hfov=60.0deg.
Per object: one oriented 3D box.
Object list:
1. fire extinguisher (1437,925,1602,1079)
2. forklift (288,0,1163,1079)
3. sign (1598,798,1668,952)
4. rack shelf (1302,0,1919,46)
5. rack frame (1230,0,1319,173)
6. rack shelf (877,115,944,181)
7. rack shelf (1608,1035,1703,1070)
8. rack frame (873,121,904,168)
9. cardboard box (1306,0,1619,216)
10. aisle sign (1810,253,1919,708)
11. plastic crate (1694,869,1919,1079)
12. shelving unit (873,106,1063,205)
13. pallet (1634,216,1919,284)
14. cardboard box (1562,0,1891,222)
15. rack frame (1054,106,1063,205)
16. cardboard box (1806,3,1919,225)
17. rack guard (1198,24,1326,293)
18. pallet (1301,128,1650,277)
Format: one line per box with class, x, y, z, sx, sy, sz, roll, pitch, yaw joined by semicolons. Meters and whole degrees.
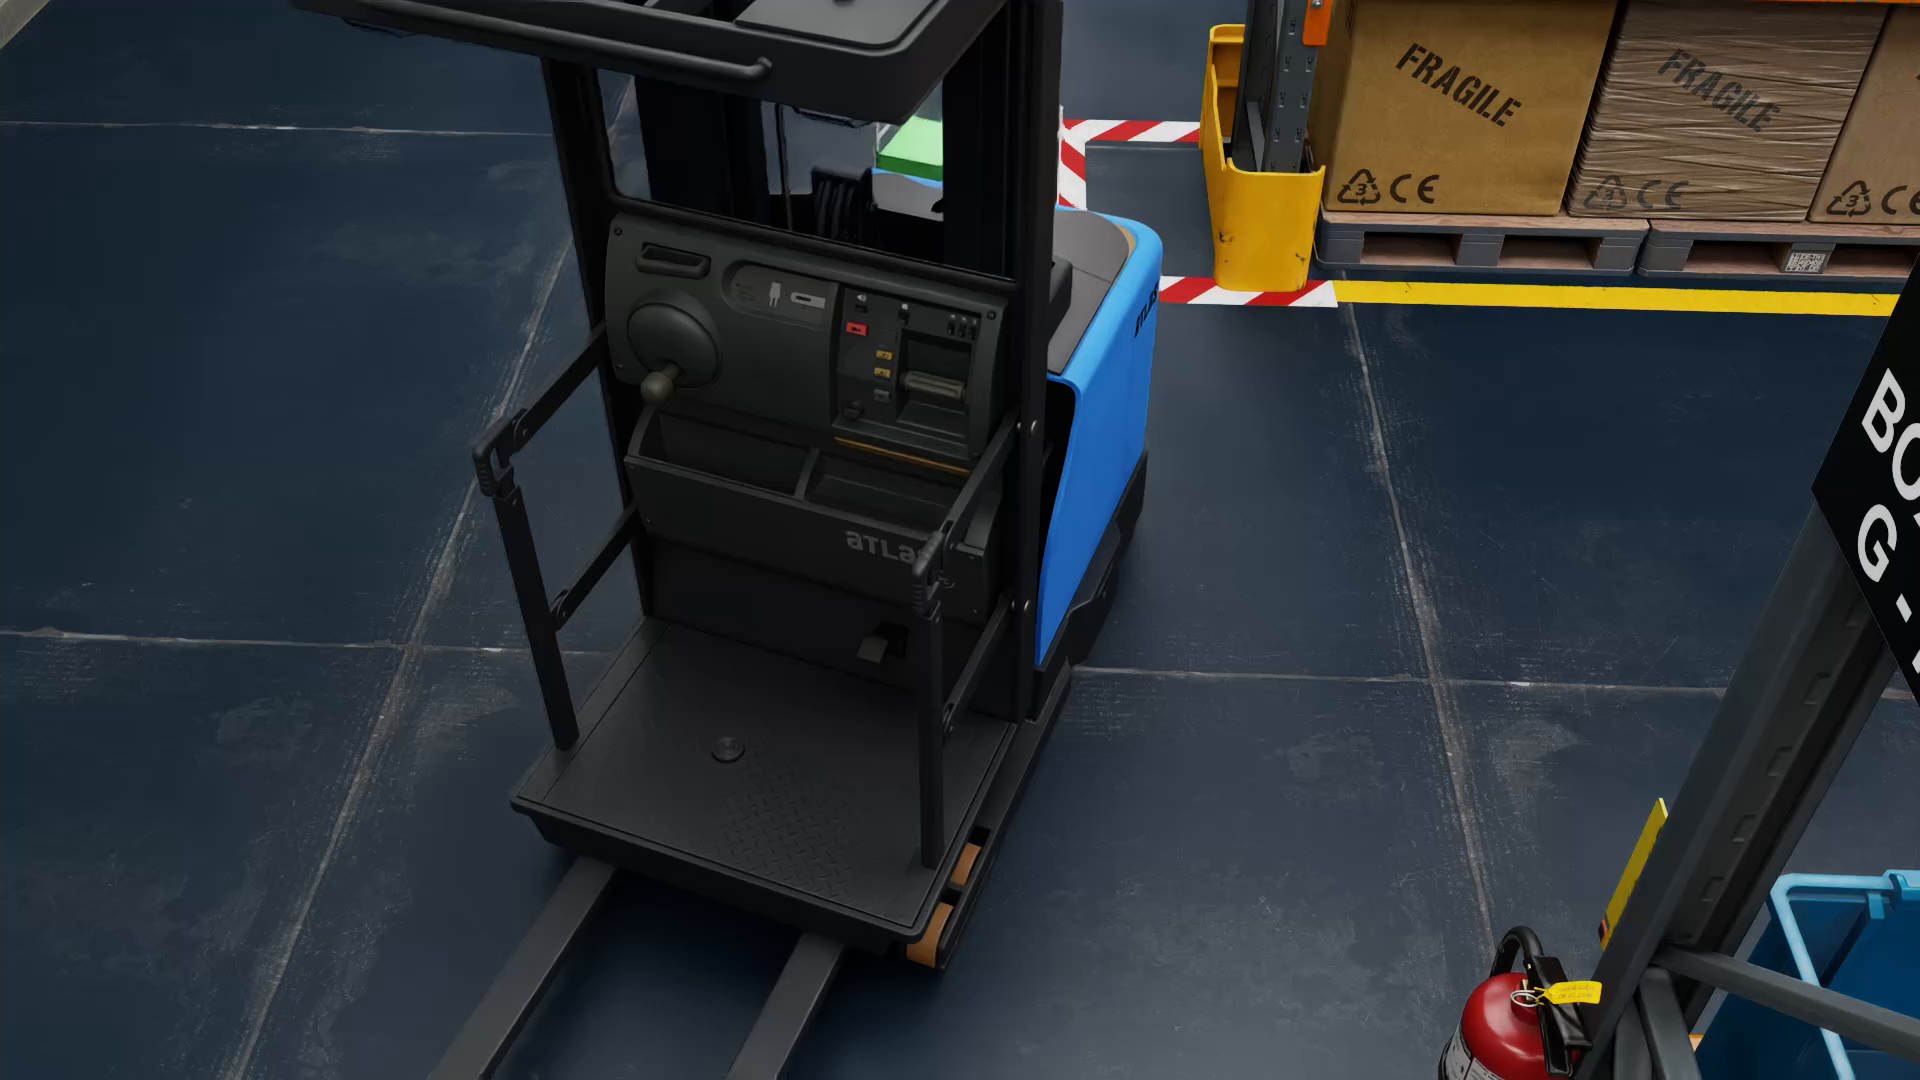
fire extinguisher;0.831;0.795;2.526;0.183;0.674;0.296;2;43;2
forklift;-0.429;-0.347;3.472;1.130;2.935;3.031;15;45;15
sign;0.970;0.509;2.383;0.005;0.325;0.100;2;43;2
rack shelf;3.182;-2.104;5.836;4.000;0.370;1.077;2;43;2
rack frame;1.184;-2.428;5.656;0.127;3.000;1.000;2;43;2
rack shelf;0.023;-1.112;4.953;0.480;0.148;0.258;14;45;15
rack shelf;2.959;1.269;2.215;4.000;0.370;1.077;2;43;2
rack frame;-0.205;-0.866;5.299;0.015;1.200;0.240;14;45;15
cardboard box;1.827;-1.840;6.275;0.875;0.875;0.875;2;43;2
aisle sign;0.902;-0.209;1.366;0.004;0.787;0.394;2;43;2
plastic crate;1.304;0.792;2.129;0.499;0.435;0.616;2;43;2
shelving unit;0.023;-0.807;5.236;0.503;1.200;0.258;14;45;15
pallet;3.202;-1.398;6.595;1.213;0.211;1.003;2;43;2
cardboard box;2.736;-1.812;6.245;0.875;0.875;0.875;2;43;2
rack frame;0.252;-0.748;5.173;0.015;1.200;0.240;14;45;15
cardboard box;3.625;-1.784;6.215;0.875;0.875;0.875;2;43;2
rack guard;1.160;-1.515;6.509;0.348;0.500;1.175;2;43;2
pallet;1.987;-1.437;6.638;1.213;0.211;1.003;2;43;2
